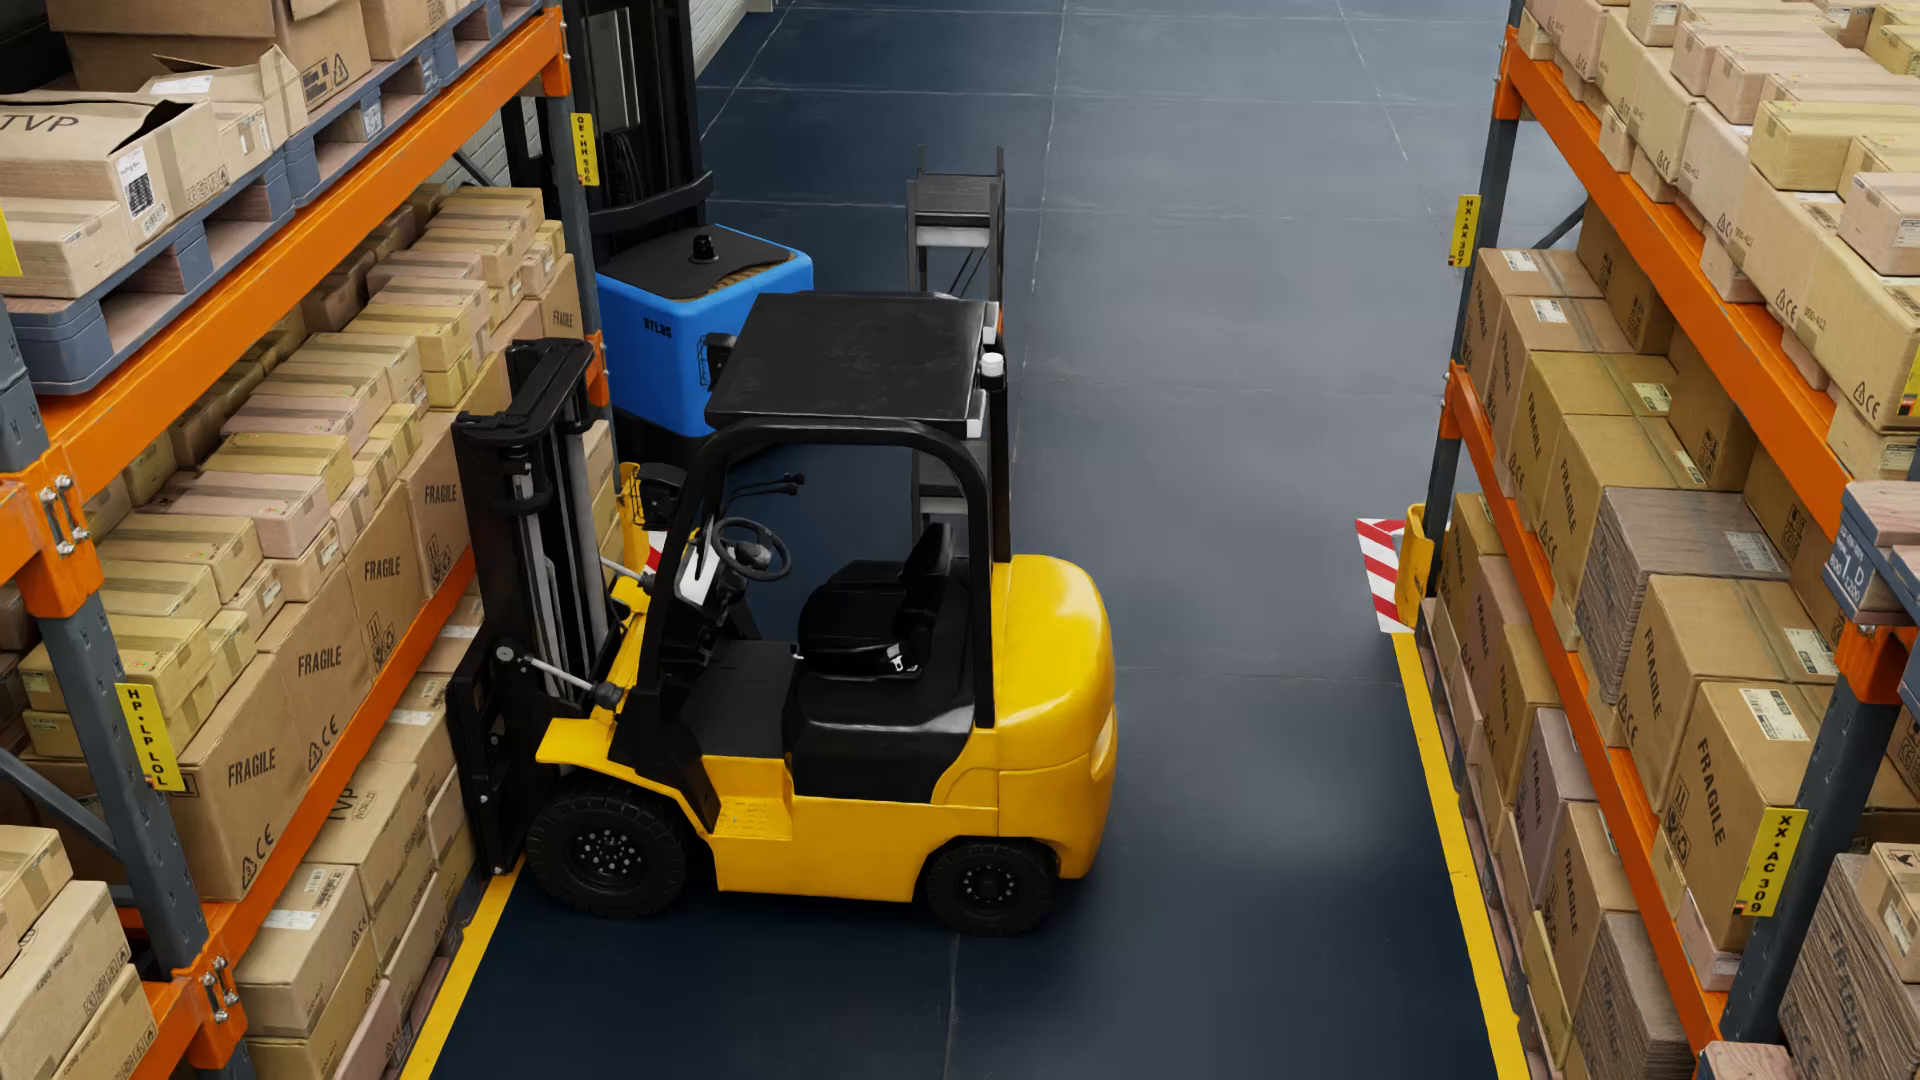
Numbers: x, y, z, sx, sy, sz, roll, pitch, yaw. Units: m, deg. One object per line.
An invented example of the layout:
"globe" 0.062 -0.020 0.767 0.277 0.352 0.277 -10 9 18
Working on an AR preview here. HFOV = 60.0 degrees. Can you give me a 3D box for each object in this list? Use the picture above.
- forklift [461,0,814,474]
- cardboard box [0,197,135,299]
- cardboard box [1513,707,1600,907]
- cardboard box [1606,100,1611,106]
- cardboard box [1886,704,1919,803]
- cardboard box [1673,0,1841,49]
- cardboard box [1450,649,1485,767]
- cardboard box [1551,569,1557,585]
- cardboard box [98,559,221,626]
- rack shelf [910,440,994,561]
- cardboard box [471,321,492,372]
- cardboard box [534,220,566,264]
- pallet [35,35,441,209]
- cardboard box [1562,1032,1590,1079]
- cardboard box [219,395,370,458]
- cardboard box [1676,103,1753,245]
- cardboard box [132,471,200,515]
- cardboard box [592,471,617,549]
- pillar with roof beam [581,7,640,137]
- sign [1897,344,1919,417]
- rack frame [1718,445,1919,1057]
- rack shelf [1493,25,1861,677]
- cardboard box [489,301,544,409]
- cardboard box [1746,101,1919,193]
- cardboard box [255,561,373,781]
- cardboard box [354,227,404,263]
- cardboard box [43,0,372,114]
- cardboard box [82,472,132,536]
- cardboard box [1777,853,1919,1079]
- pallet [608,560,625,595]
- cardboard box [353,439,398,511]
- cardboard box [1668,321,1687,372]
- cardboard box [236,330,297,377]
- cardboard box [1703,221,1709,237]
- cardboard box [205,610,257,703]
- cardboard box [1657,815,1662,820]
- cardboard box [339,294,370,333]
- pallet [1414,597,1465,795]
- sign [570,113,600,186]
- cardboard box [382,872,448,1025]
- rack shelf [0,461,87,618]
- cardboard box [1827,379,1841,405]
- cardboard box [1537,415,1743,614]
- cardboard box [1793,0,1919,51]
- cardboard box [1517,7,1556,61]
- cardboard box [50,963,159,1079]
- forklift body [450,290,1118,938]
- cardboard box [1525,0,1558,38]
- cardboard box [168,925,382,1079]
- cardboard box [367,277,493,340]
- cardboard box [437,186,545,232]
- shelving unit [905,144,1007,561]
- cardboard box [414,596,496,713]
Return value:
"forklift" -2.271 -2.227 9.570 3.031 2.935 1.130 23 39 33
"cardboard box" -2.190 -0.687 3.890 0.380 0.149 0.250 3 32 5
"cardboard box" 2.279 0.955 5.847 0.500 0.500 0.500 4 32 7
"cardboard box" 2.392 -1.418 5.572 0.380 0.149 0.250 2 32 2
"cardboard box" 2.671 0.321 4.039 0.700 0.500 0.500 2 32 3
"cardboard box" 2.357 -1.493 4.934 0.380 0.149 0.250 3 32 5
"cardboard box" 2.354 0.713 6.954 0.500 0.250 0.500 4 32 6
"cardboard box" 2.335 0.133 5.914 0.380 0.149 0.250 2 32 3
"cardboard box" -2.294 0.186 4.593 0.380 0.149 0.250 3 32 5
"rack shelf" -0.013 -0.200 8.433 0.431 0.518 0.480 2 32 4
"cardboard box" -2.032 -0.752 6.397 0.380 0.149 0.250 1 32 2
"cardboard box" -1.952 -1.291 7.272 0.380 0.149 0.250 3 32 5
"pallet" -2.383 -1.396 5.382 1.003 0.211 1.213 2 32 4
"cardboard box" 2.199 1.808 5.178 0.500 0.250 0.500 4 32 6
"cardboard box" -2.181 -0.350 5.462 0.380 0.149 0.250 2 32 4
"cardboard box" 2.282 -0.976 4.475 0.500 0.250 0.500 2 32 3
"cardboard box" -2.647 -0.105 5.348 0.380 0.149 0.250 3 32 6
"cardboard box" -1.931 -0.118 7.827 0.500 0.250 0.500 2 32 3
"pillar with roof beam" 1.621 -6.347 10.472 9.100 9.000 0.400 2 32 4
"sign" 1.877 -0.380 3.155 0.100 0.325 0.005 2 32 4
"rack frame" 2.419 1.136 4.047 1.000 3.000 0.127 2 32 4
"rack shelf" 2.581 -0.880 5.146 1.077 0.370 4.000 2 32 4
"cardboard box" -2.033 -0.668 6.880 0.500 0.500 0.500 3 32 6
"cardboard box" 2.172 -0.961 4.070 0.380 0.149 0.250 3 32 5
"cardboard box" -2.207 0.390 5.163 0.500 0.500 0.500 3 32 5
"cardboard box" -2.506 -1.170 6.792 0.380 0.149 0.250 3 32 5
"cardboard box" -2.265 -1.630 5.083 0.797 0.503 0.637 3 32 6
"cardboard box" -2.776 -0.101 5.057 0.380 0.149 0.250 2 32 3
"cardboard box" 2.095 1.021 3.454 0.500 0.500 0.500 3 32 5
"pallet" -2.224 0.424 7.861 1.003 0.211 1.213 2 32 4
"cardboard box" -2.108 -0.216 5.528 0.380 0.149 0.250 1 32 2
"cardboard box" 2.933 -0.738 5.757 0.700 0.500 0.500 2 32 3
"cardboard box" -2.598 -0.637 5.927 0.380 0.149 0.250 3 32 4
"cardboard box" 2.344 -0.881 4.701 0.380 0.149 0.250 3 32 5
"cardboard box" -2.221 0.317 4.663 0.380 0.149 0.250 3 32 5
"cardboard box" 2.253 0.799 4.835 0.380 0.149 0.250 3 32 4
"cardboard box" -2.556 -0.916 6.664 0.380 0.149 0.250 1 32 2
"pallet" 2.637 0.695 7.421 1.003 0.211 1.213 2 32 4
"sign" -1.664 -1.729 7.366 0.100 0.325 0.005 2 32 4
"cardboard box" -2.134 1.413 5.818 0.500 0.250 0.500 2 32 3
"rack shelf" -2.692 1.001 2.092 1.077 0.370 4.000 2 32 4
"cardboard box" 2.249 -0.340 3.823 0.380 0.149 0.250 3 32 5
"cardboard box" 2.317 -0.085 5.650 0.500 0.500 0.500 2 32 3
"cardboard box" 2.803 -1.614 5.130 0.380 0.149 0.250 2 32 3
"cardboard box" 2.394 -1.966 6.461 0.380 0.149 0.250 2 32 4
"cardboard box" -2.309 1.265 3.981 0.500 0.250 0.500 3 32 5
"forklift body" -0.539 0.266 6.269 2.313 2.155 1.214 2 32 4
"cardboard box" 2.438 -2.043 6.207 0.500 0.250 0.500 2 32 3
"cardboard box" -2.182 1.466 5.257 0.500 0.250 0.500 2 32 4
"cardboard box" -2.011 -0.878 6.319 0.380 0.149 0.250 3 32 5
"cardboard box" -2.022 -1.414 7.189 0.380 0.149 0.250 3 32 4
"shelving unit" -0.013 -0.807 8.059 0.431 2.100 0.503 2 32 4
"cardboard box" -2.046 0.451 6.426 0.500 0.250 0.500 2 32 3
